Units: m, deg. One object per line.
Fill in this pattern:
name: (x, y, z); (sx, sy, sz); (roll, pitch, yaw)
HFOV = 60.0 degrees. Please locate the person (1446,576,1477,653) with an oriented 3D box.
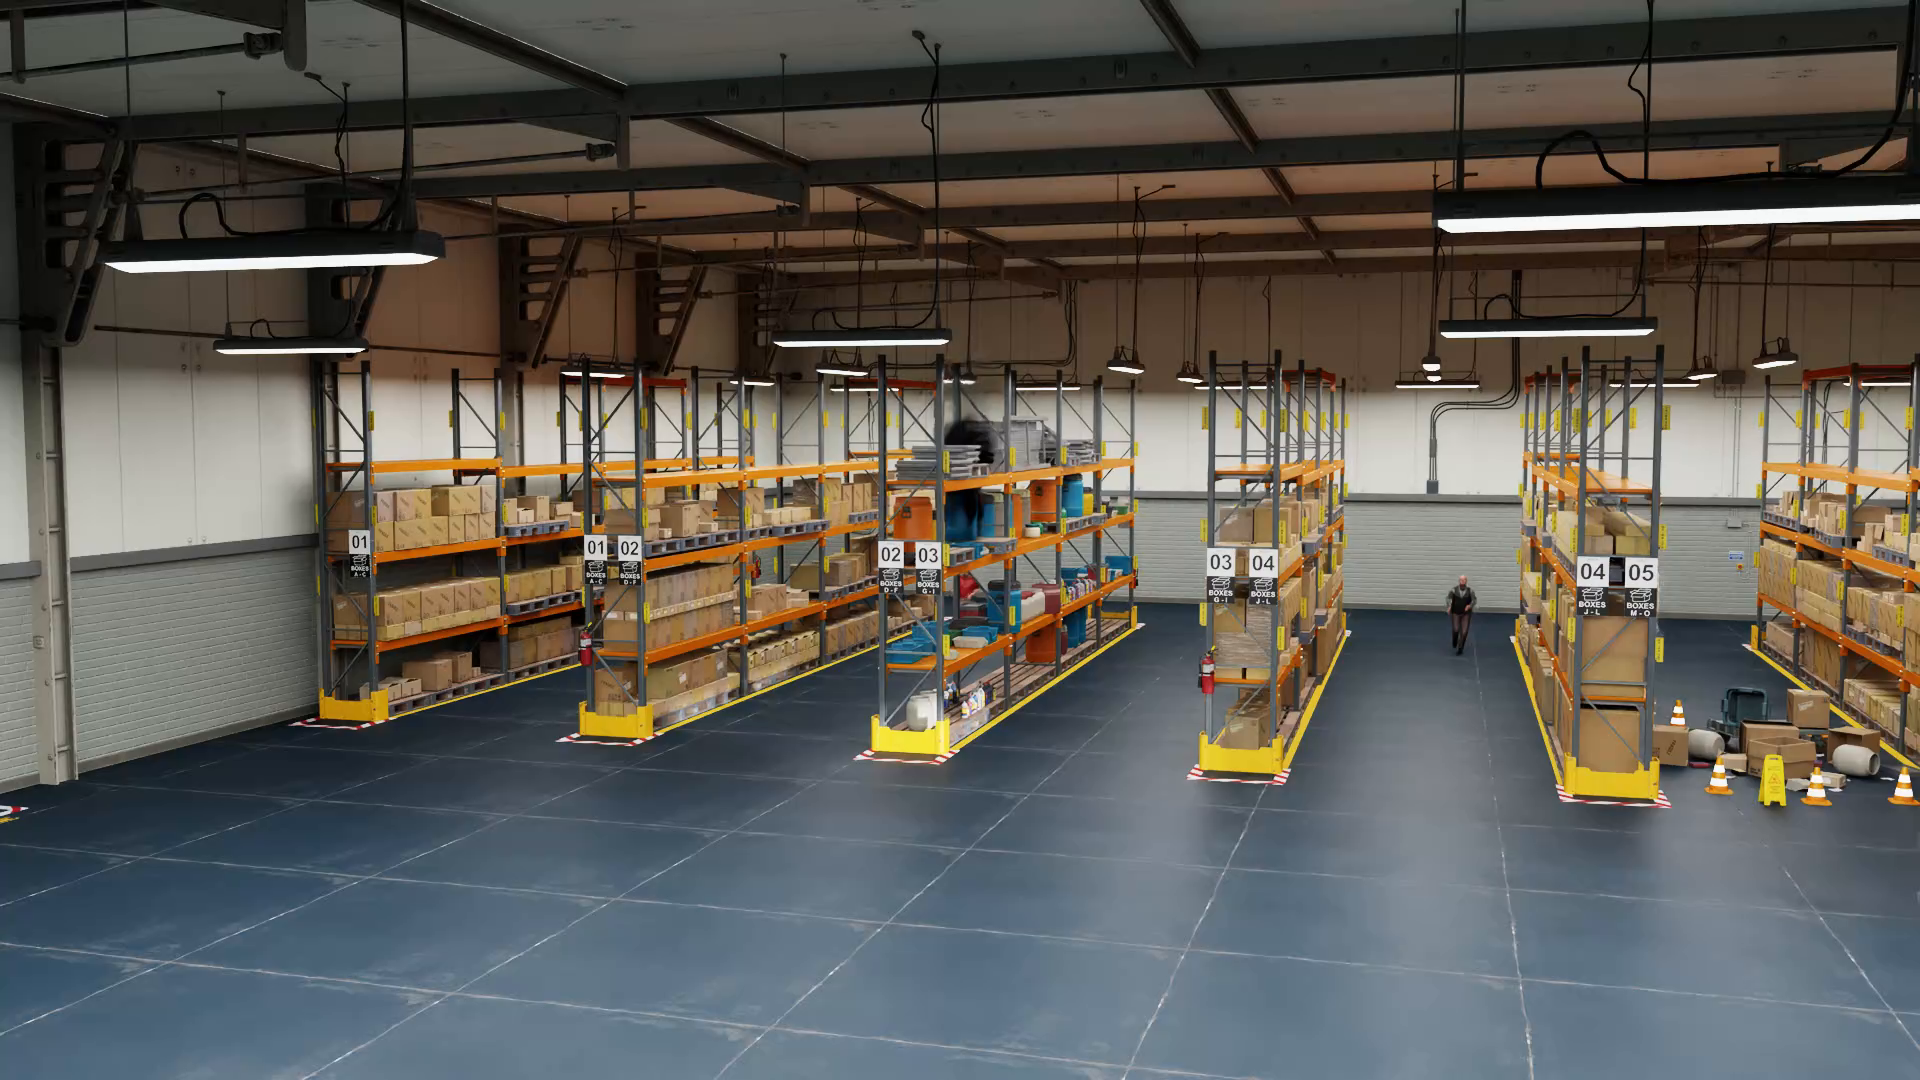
person: (10.809, 1.607, 35.859); (0.654, 1.681, 0.577); (1, 4, 15)

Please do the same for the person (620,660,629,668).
person: (-5.965, 1.956, 30.402); (0.653, 1.750, 0.720); (0, 4, 4)

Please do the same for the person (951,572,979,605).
person: (0.108, 1.444, 38.025); (0.650, 1.686, 0.586); (0, 4, 0)
